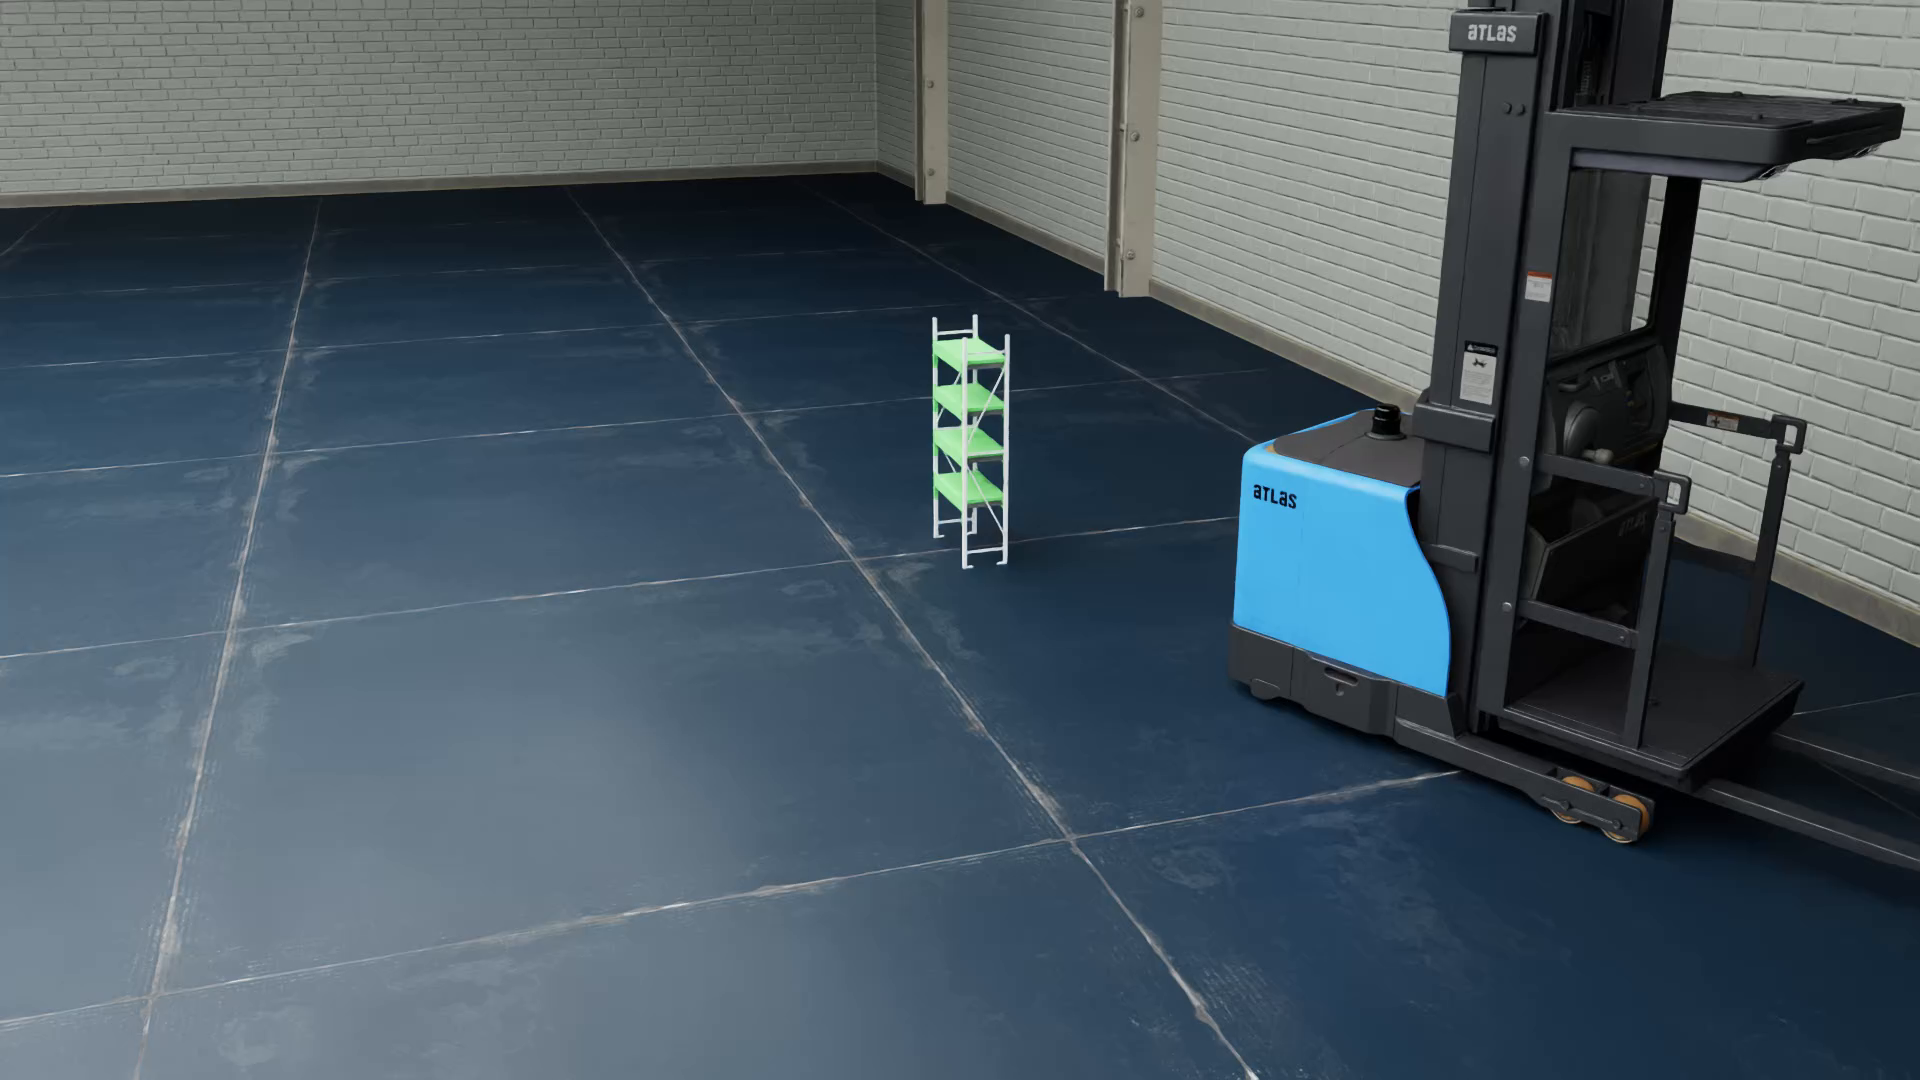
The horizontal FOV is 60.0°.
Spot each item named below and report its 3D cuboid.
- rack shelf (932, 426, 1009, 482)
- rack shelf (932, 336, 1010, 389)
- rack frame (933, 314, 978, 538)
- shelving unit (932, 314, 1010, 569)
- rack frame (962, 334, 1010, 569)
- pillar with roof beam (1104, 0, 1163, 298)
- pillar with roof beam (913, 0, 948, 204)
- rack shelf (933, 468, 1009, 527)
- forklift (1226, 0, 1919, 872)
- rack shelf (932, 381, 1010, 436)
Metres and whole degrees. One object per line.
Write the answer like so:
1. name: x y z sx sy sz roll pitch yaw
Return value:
1. rack shelf: 0.052 -0.451 8.587 0.258 0.148 0.480 -6 21 -17
2. rack shelf: 0.052 -0.903 8.425 0.258 0.148 0.480 -6 21 -17
3. rack frame: -0.025 -0.590 8.784 0.240 1.200 0.015 -6 21 -17
4. shelving unit: 0.052 -0.512 8.566 0.258 1.200 0.503 -6 21 -17
5. rack frame: 0.129 -0.433 8.348 0.240 1.200 0.015 -6 21 -17
6. pillar with roof beam: -2.551 -6.043 12.428 9.100 9.000 0.400 -6 21 -17
7. pillar with roof beam: -4.437 -7.968 17.788 9.100 9.000 0.400 -6 21 -17
8. rack shelf: 0.052 -0.226 8.669 0.258 0.148 0.480 -6 21 -17
9. forklift: 2.528 -0.499 5.969 1.130 2.935 3.031 -18 27 -41
10. rack shelf: 0.052 -0.677 8.506 0.258 0.148 0.480 -6 21 -17
